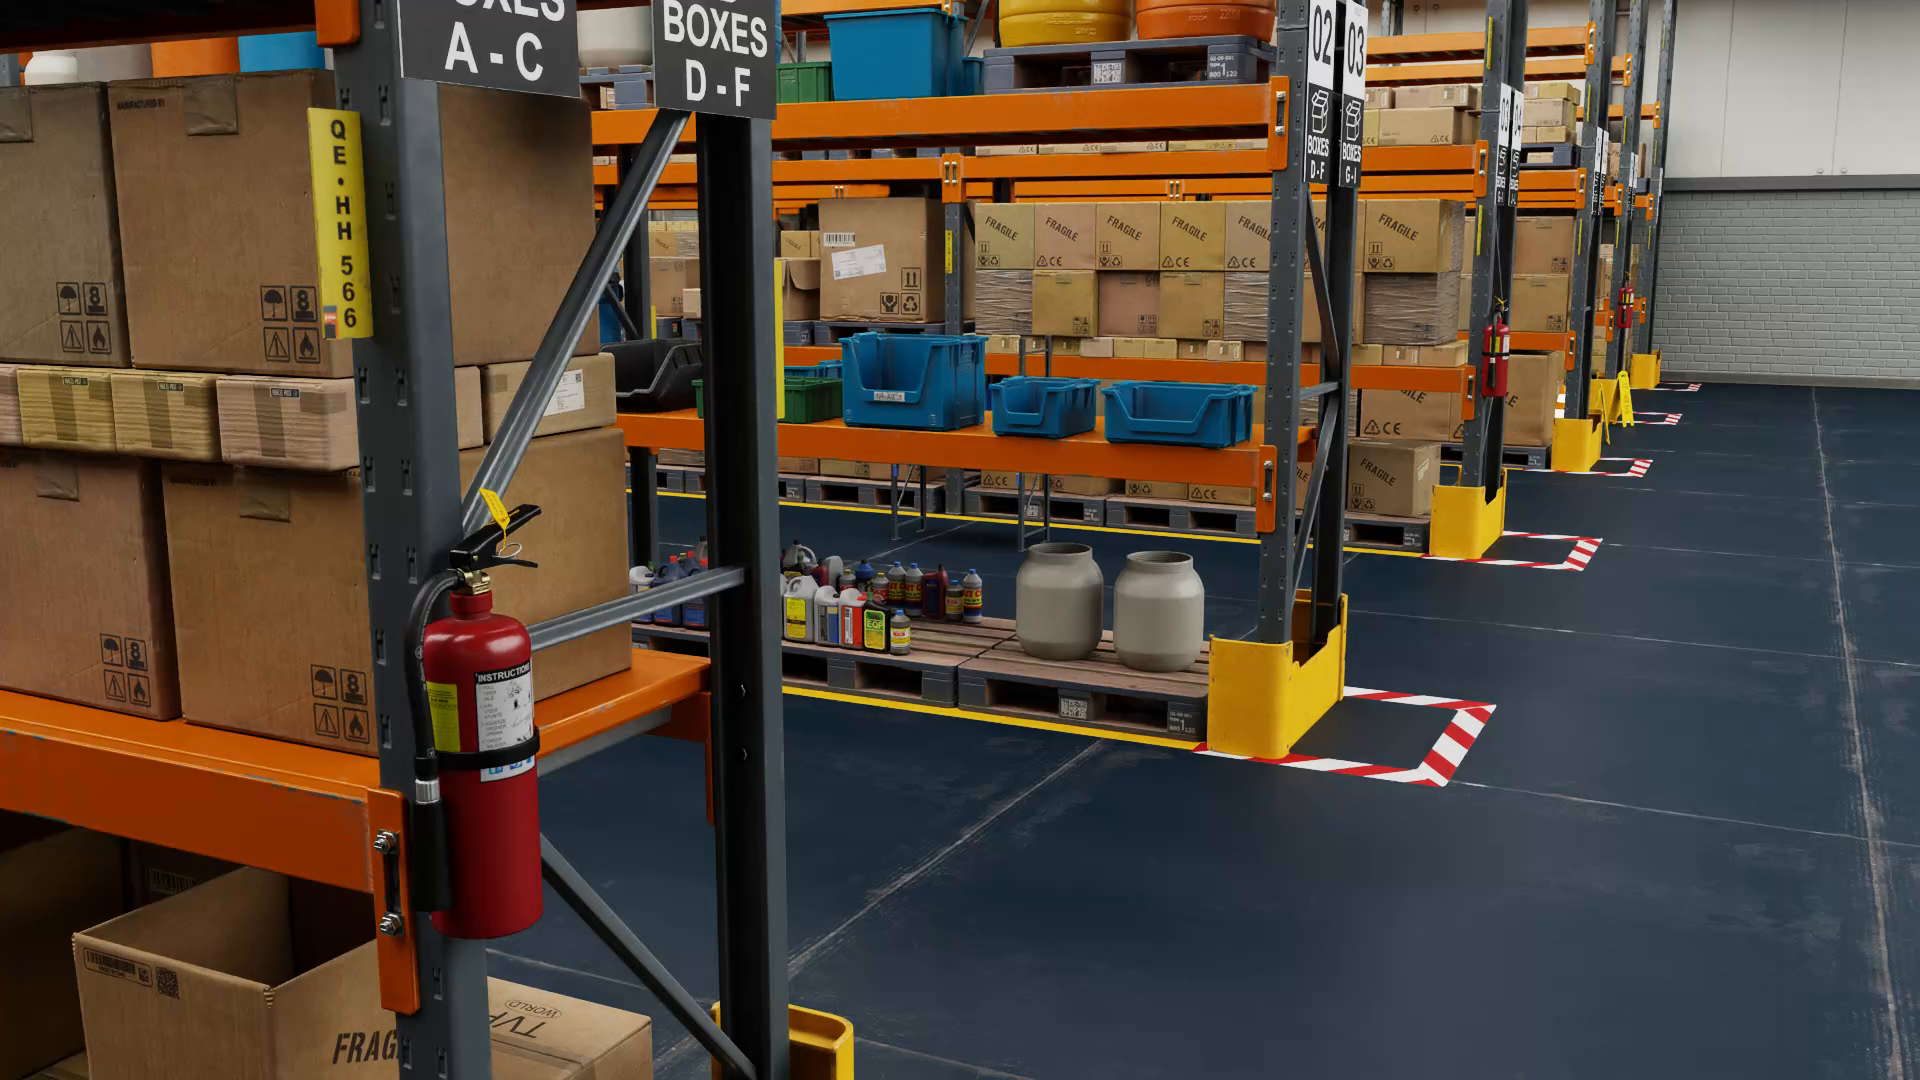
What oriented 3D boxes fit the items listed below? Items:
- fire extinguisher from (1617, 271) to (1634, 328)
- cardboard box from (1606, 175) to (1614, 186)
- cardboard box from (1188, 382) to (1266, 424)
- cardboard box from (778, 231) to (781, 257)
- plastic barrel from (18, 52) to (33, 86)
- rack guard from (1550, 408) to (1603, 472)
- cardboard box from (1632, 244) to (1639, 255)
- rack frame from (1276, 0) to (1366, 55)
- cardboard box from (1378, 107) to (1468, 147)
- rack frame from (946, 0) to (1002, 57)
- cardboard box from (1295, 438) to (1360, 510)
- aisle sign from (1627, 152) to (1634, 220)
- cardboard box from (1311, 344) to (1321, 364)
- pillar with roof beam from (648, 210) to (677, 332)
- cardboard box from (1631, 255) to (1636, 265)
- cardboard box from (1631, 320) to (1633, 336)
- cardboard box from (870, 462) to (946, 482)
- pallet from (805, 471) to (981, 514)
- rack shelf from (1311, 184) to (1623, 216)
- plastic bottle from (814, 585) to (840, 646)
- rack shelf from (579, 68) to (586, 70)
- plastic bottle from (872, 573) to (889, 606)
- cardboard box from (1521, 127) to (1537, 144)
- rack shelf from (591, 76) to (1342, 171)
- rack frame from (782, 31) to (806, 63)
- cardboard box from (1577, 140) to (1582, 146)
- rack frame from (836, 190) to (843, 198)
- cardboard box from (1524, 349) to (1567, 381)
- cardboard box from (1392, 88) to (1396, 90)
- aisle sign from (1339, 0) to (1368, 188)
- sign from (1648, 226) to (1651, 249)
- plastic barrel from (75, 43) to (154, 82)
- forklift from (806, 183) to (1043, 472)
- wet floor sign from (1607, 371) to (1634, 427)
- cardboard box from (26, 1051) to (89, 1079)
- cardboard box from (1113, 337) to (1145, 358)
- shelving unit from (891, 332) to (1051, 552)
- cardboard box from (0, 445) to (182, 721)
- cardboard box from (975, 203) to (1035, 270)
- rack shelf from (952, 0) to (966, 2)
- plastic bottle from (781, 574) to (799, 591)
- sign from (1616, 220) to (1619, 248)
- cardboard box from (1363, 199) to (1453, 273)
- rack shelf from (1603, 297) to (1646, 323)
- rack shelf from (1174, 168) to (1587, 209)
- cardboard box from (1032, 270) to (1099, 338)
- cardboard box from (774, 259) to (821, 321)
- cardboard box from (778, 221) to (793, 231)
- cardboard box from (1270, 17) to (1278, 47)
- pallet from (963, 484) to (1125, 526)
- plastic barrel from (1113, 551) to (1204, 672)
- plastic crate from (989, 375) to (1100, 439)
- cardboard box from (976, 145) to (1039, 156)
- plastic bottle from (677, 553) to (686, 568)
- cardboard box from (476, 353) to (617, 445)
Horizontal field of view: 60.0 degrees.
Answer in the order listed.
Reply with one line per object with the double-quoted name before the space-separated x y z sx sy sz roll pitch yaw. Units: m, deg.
"fire extinguisher" 8.028 -2.900 20.046 0.183 0.674 0.296 5 11 26
"cardboard box" 7.975 -4.451 20.682 0.250 0.149 0.380 5 11 26
"cardboard box" 2.975 -1.637 17.642 0.875 0.875 0.875 5 11 27
"cardboard box" -2.953 -4.583 26.044 0.500 0.500 0.500 5 11 26
"plastic barrel" -6.130 -3.216 10.770 0.708 0.830 0.600 5 11 26
"rack guard" 6.051 -0.990 16.296 0.348 0.500 1.175 5 11 26
"cardboard box" 10.115 -4.389 25.119 0.250 0.149 0.380 5 11 25
"rack frame" 1.552 -3.599 6.846 0.127 3.000 1.000 5 11 26
"cardboard box" 3.199 -2.837 11.483 0.500 0.250 0.500 5 12 27
"rack frame" 0.157 -4.705 12.958 0.127 3.000 1.000 5 11 26
"cardboard box" 2.640 -0.508 12.453 0.500 0.500 0.500 9 14 41
"aisle sign" 8.056 -4.248 19.982 0.004 0.787 0.394 5 11 26
"cardboard box" 2.709 -1.357 12.010 0.250 0.149 0.380 5 11 26
"pillar with roof beam" -7.951 -7.695 29.480 0.548 9.000 9.100 5 11 26
"cardboard box" 9.887 -4.164 24.715 0.250 0.149 0.380 5 11 27
"cardboard box" 9.974 -3.227 25.373 0.500 0.250 0.500 5 11 25
"cardboard box" -0.384 -0.791 13.962 0.500 0.500 0.700 4 11 21
"pallet" -0.542 -0.442 14.079 1.213 0.211 1.003 5 11 26
"rack shelf" 6.335 -4.300 21.164 4.000 0.370 1.077 5 11 26
"plastic bottle" -0.627 0.367 8.191 0.135 0.276 0.152 5 11 24
"rack shelf" -6.526 -5.921 21.709 4.000 0.370 1.077 5 11 26
"plastic bottle" -0.422 0.279 8.891 0.097 0.201 0.097 0 10 0
"cardboard box" 5.355 -3.822 15.749 0.250 0.149 0.380 5 11 26
"rack shelf" -0.241 -1.926 8.048 4.000 0.370 1.077 5 11 26
"rack frame" -2.633 -6.918 25.186 0.127 3.000 1.000 5 11 26
"cardboard box" 7.481 -4.771 20.213 0.250 0.149 0.380 5 12 27
"rack frame" -1.145 -2.852 19.567 0.127 3.000 1.000 5 11 26
"cardboard box" 7.295 -2.264 20.755 0.500 0.500 0.500 5 11 26
"cardboard box" 4.209 -4.315 16.233 0.250 0.149 0.380 5 11 26
"aisle sign" 1.746 -1.967 7.376 0.004 0.787 0.394 5 11 26
"sign" 10.069 -4.414 24.281 0.005 0.325 0.100 5 11 26
"plastic barrel" -4.981 -2.900 10.002 0.600 0.901 0.600 0 10 0
"forklift" -0.774 -2.099 15.599 3.031 2.935 1.130 5 11 25
"wet floor sign" 7.826 -1.676 19.679 0.267 0.644 0.232 -10 14 -43
"cardboard box" -1.708 1.258 3.398 0.500 0.250 0.500 5 11 26
"cardboard box" 1.348 -1.470 12.633 0.250 0.149 0.380 5 11 26
"shelving unit" 0.077 -0.731 12.060 1.048 1.500 0.538 5 11 26
"cardboard box" -1.529 0.016 3.441 0.500 0.500 0.700 5 12 27
"cardboard box" 0.448 -2.364 12.948 0.500 0.500 0.500 5 11 26
"rack shelf" 1.950 -4.192 12.152 4.000 0.370 1.077 5 11 26
"plastic bottle" -0.901 0.315 8.482 0.135 0.276 0.152 5 11 26
"sign" 7.865 -3.659 19.884 0.005 0.325 0.100 5 11 26
"cardboard box" 3.141 -2.129 11.648 0.500 0.500 0.500 5 11 26
"rack shelf" 8.528 -3.617 25.813 4.000 0.370 1.077 5 11 26
"rack shelf" 4.236 -3.501 16.752 4.000 0.370 1.077 5 11 26
"cardboard box" 0.966 -1.858 12.958 0.500 0.500 0.875 5 11 26
"cardboard box" -1.439 -2.132 14.119 0.637 0.503 0.797 6 12 32
"cardboard box" -2.801 -4.893 25.931 0.250 0.149 0.380 5 11 25
"cardboard box" 2.242 -3.437 11.855 0.500 0.500 0.500 5 11 26
"pallet" 0.775 -0.333 13.480 1.213 0.211 1.003 5 11 26
"plastic barrel" 0.928 0.331 7.783 0.421 0.512 0.421 0 10 0
"plastic crate" 0.391 -0.617 7.635 0.408 0.251 0.499 5 11 26
"cardboard box" 0.447 -3.079 12.817 0.500 0.250 0.500 5 11 24
"plastic bottle" -1.572 0.178 9.449 0.097 0.201 0.097 0 10 0
"cardboard box" -0.899 -0.289 3.305 0.250 0.149 0.380 5 11 25
